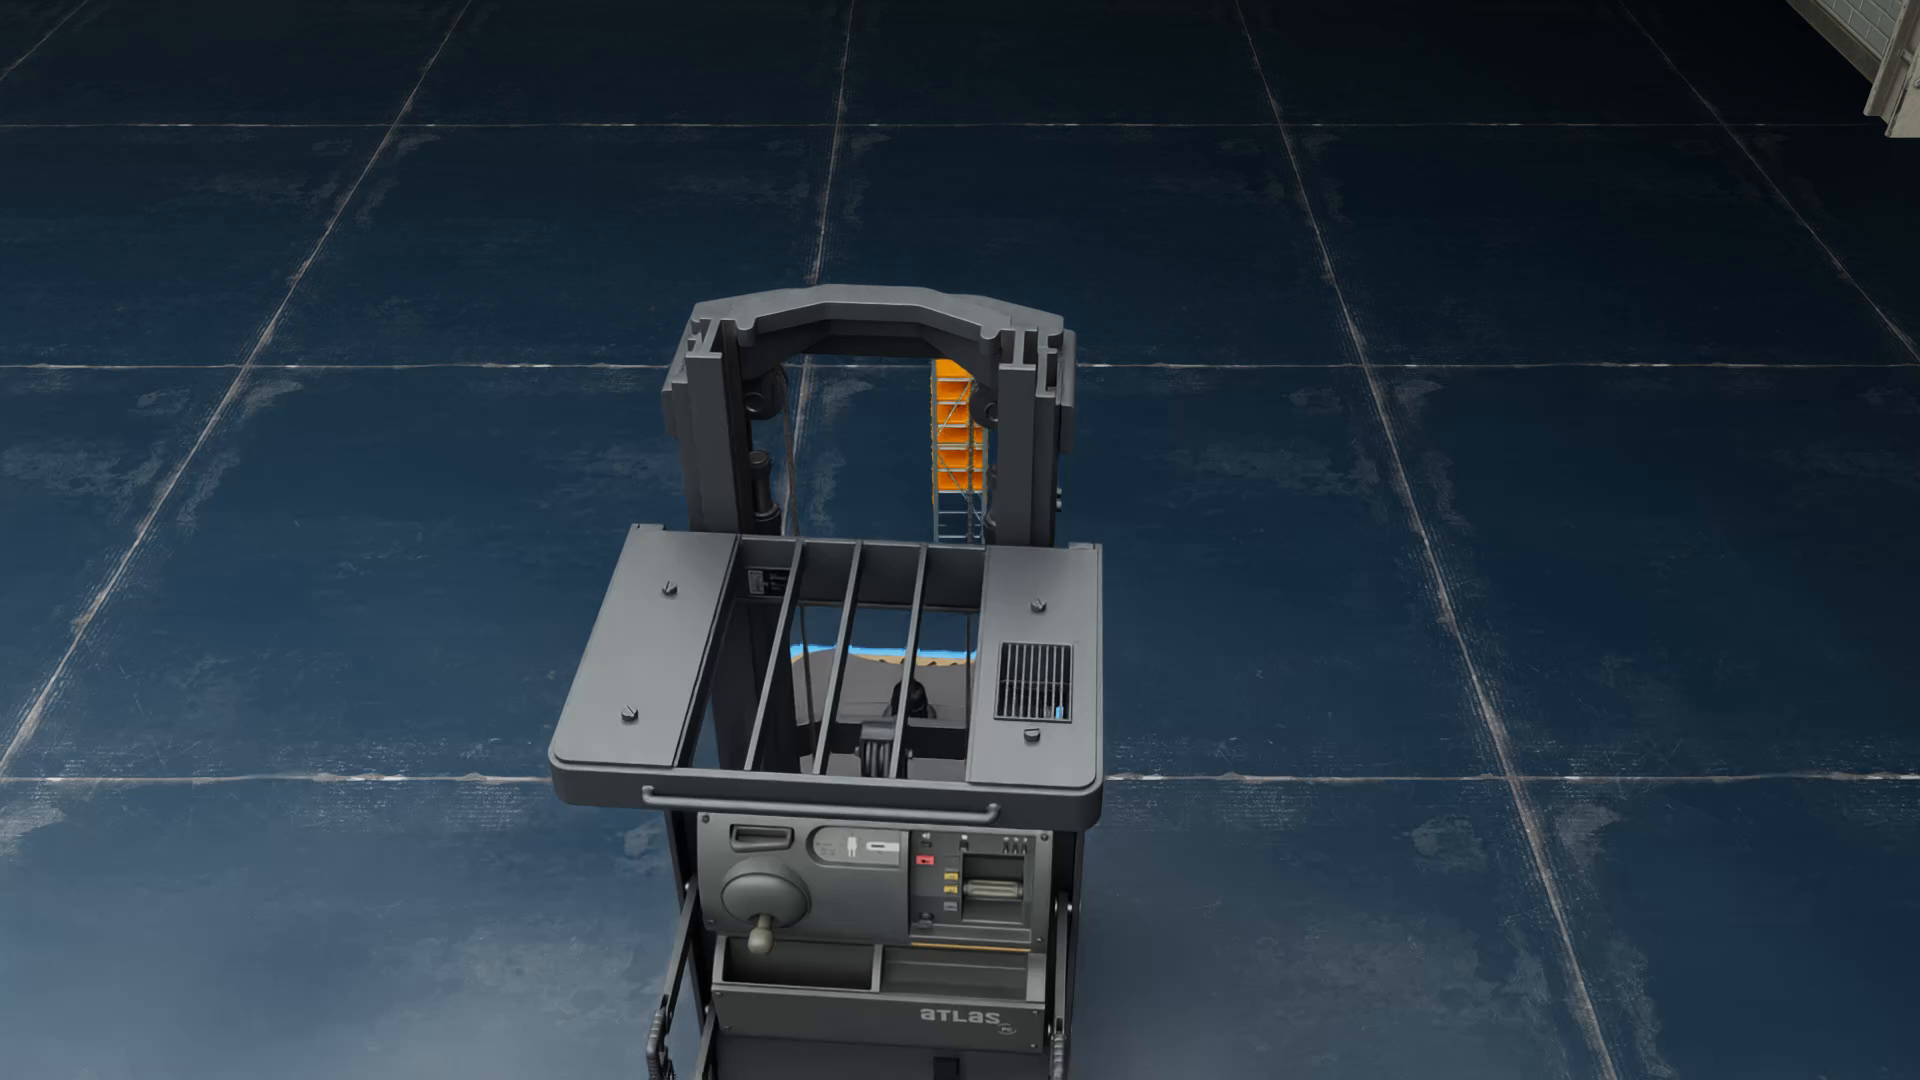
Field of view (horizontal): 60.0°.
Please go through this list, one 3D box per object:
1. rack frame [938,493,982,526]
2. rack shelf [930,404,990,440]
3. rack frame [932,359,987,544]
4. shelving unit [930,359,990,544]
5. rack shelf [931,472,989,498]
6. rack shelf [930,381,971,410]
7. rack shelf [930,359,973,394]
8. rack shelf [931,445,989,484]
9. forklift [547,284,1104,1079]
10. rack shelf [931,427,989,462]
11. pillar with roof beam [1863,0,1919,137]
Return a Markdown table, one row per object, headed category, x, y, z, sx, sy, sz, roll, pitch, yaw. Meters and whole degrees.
| category | x | y | z | sx | sy | sz | roll | pitch | yaw |
| --- | --- | --- | --- | --- | --- | --- | --- | --- | --- |
| rack frame | 0.000 | -0.534 | 7.457 | 0.240 | 1.200 | 0.006 | 0 | 39 | 0 |
| rack shelf | 0.000 | -0.536 | 7.339 | 0.258 | 0.103 | 0.180 | 0 | 39 | 0 |
| rack frame | 0.000 | -0.420 | 7.315 | 0.240 | 1.200 | 0.006 | 0 | 39 | 0 |
| shelving unit | 0.000 | -0.477 | 7.386 | 0.258 | 1.200 | 0.189 | 0 | 39 | 0 |
| rack shelf | 0.000 | -0.255 | 7.564 | 0.258 | 0.103 | 0.180 | 0 | 39 | 0 |
| rack shelf | 0.000 | -0.630 | 7.264 | 0.258 | 0.103 | 0.180 | 0 | 39 | 0 |
| rack shelf | 0.000 | -0.724 | 7.189 | 0.258 | 0.103 | 0.180 | 0 | 39 | 0 |
| rack shelf | 0.000 | -0.349 | 7.489 | 0.258 | 0.103 | 0.180 | 0 | 39 | 0 |
| forklift | -0.237 | 0.976 | 4.189 | 1.130 | 2.935 | 3.031 | 2 | 39 | 3 |
| rack shelf | 0.000 | -0.443 | 7.414 | 0.258 | 0.103 | 0.180 | 0 | 39 | 0 |
| pillar with roof beam | 2.045 | -6.322 | 8.443 | 9.100 | 9.000 | 0.400 | 0 | 39 | 0 |
